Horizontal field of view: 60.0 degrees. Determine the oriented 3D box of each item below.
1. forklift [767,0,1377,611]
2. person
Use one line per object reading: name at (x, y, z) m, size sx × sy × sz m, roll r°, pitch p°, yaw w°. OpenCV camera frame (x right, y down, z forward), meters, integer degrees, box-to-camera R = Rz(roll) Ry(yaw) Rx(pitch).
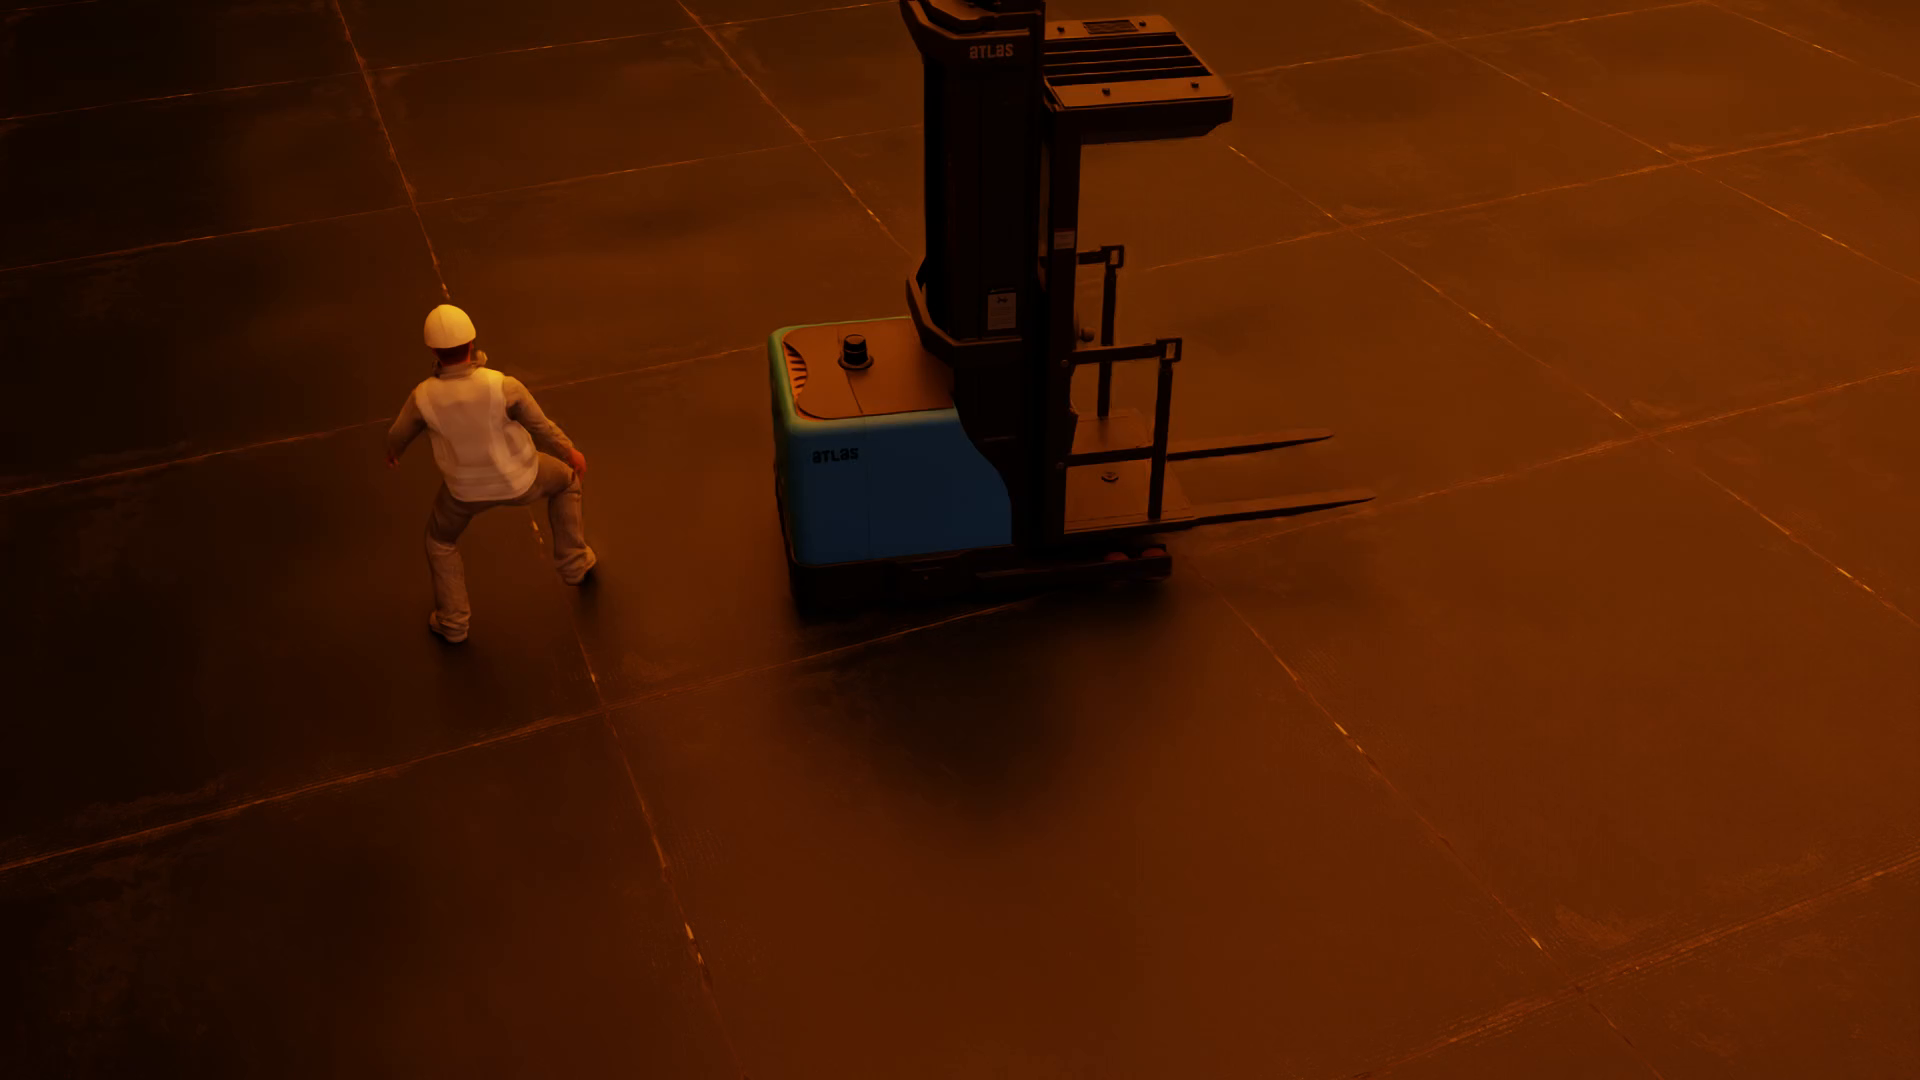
forklift at (0.599, -1.263, 7.874) m, size 3.031 × 2.935 × 1.130 m, roll -6°, pitch 36°, yaw -9°
person at (-2.227, -0.363, 7.746) m, size 0.936 × 1.648 × 0.664 m, roll -4°, pitch 36°, yaw -5°
